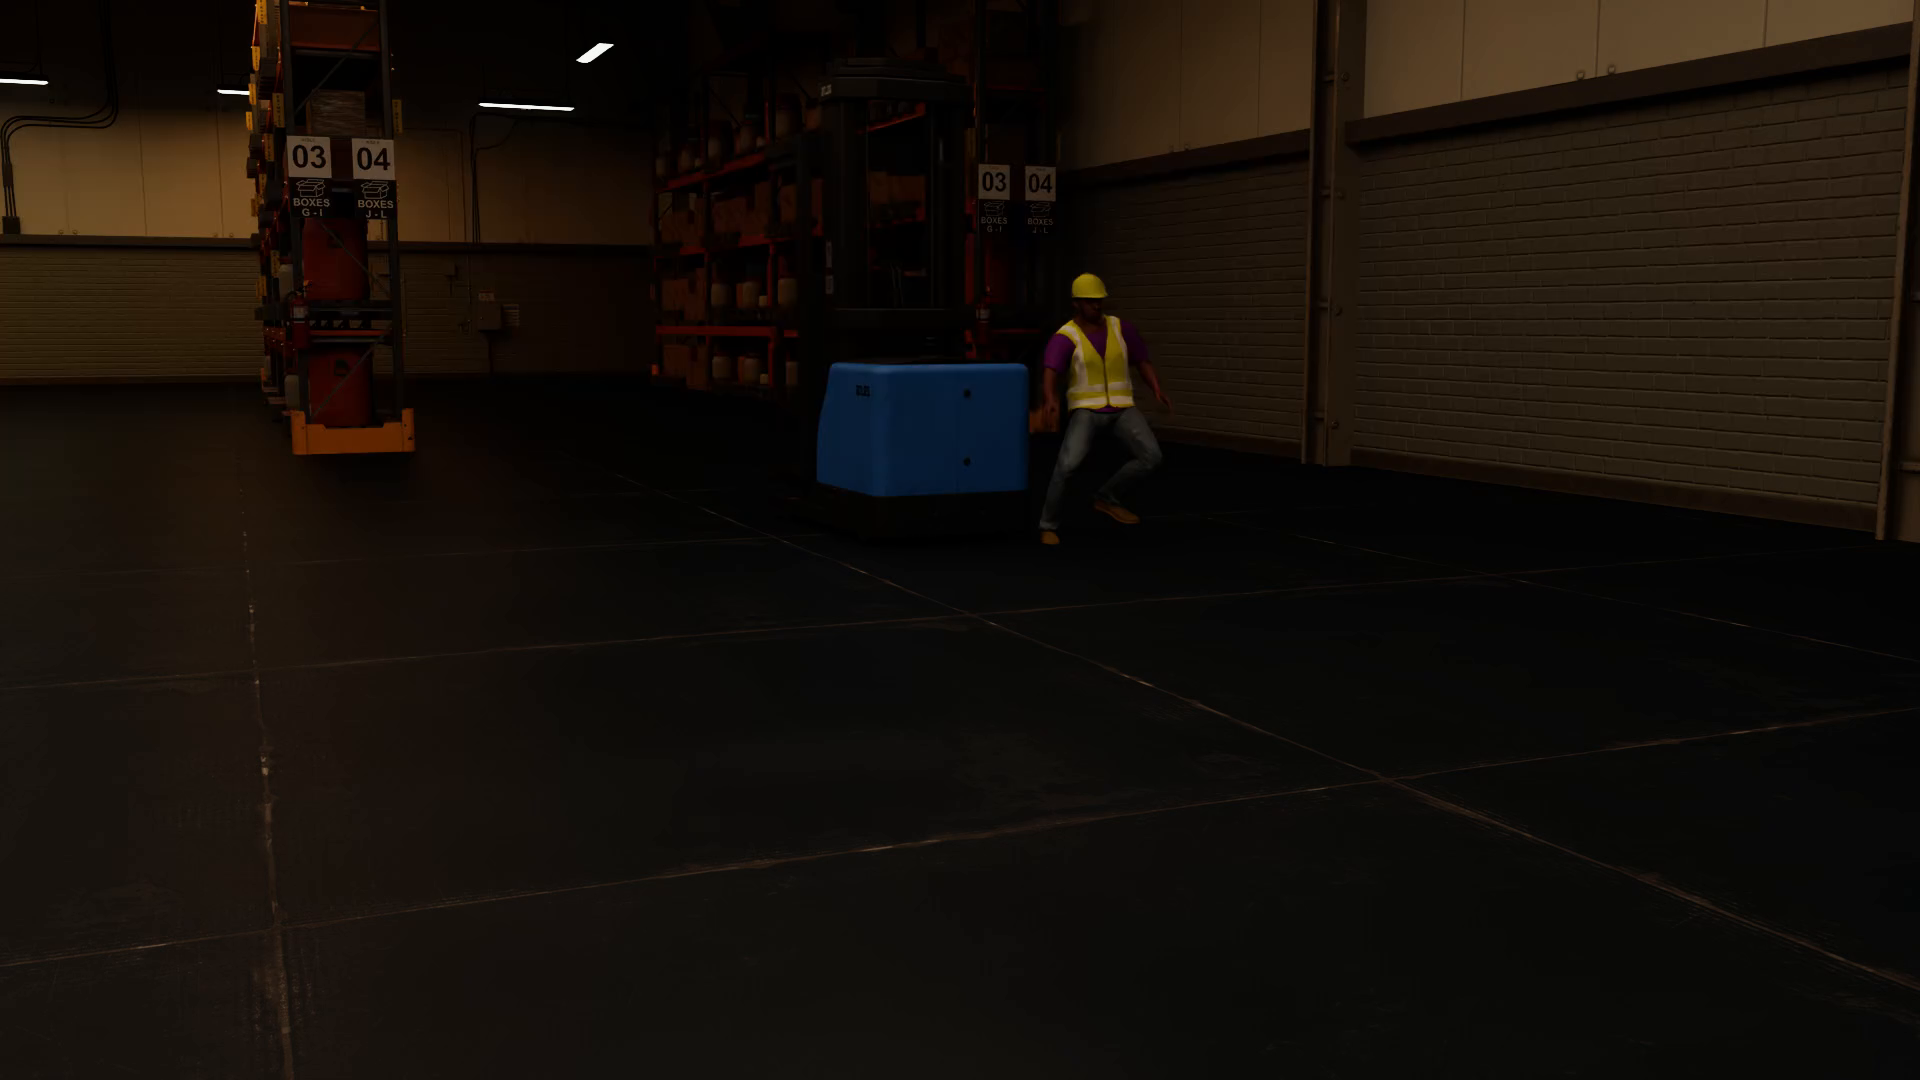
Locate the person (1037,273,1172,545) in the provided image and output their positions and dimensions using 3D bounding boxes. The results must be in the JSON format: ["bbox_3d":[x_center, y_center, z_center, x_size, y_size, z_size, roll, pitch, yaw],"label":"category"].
[{"bbox_3d":[0.844,-0.774,10.014,0.863,1.659,0.654,-2,8,-12],"label":"person"}]

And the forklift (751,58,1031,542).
[{"bbox_3d":[-0.635,-1.598,11.062,1.130,2.935,3.031,-3,8,-24],"label":"forklift"}]
